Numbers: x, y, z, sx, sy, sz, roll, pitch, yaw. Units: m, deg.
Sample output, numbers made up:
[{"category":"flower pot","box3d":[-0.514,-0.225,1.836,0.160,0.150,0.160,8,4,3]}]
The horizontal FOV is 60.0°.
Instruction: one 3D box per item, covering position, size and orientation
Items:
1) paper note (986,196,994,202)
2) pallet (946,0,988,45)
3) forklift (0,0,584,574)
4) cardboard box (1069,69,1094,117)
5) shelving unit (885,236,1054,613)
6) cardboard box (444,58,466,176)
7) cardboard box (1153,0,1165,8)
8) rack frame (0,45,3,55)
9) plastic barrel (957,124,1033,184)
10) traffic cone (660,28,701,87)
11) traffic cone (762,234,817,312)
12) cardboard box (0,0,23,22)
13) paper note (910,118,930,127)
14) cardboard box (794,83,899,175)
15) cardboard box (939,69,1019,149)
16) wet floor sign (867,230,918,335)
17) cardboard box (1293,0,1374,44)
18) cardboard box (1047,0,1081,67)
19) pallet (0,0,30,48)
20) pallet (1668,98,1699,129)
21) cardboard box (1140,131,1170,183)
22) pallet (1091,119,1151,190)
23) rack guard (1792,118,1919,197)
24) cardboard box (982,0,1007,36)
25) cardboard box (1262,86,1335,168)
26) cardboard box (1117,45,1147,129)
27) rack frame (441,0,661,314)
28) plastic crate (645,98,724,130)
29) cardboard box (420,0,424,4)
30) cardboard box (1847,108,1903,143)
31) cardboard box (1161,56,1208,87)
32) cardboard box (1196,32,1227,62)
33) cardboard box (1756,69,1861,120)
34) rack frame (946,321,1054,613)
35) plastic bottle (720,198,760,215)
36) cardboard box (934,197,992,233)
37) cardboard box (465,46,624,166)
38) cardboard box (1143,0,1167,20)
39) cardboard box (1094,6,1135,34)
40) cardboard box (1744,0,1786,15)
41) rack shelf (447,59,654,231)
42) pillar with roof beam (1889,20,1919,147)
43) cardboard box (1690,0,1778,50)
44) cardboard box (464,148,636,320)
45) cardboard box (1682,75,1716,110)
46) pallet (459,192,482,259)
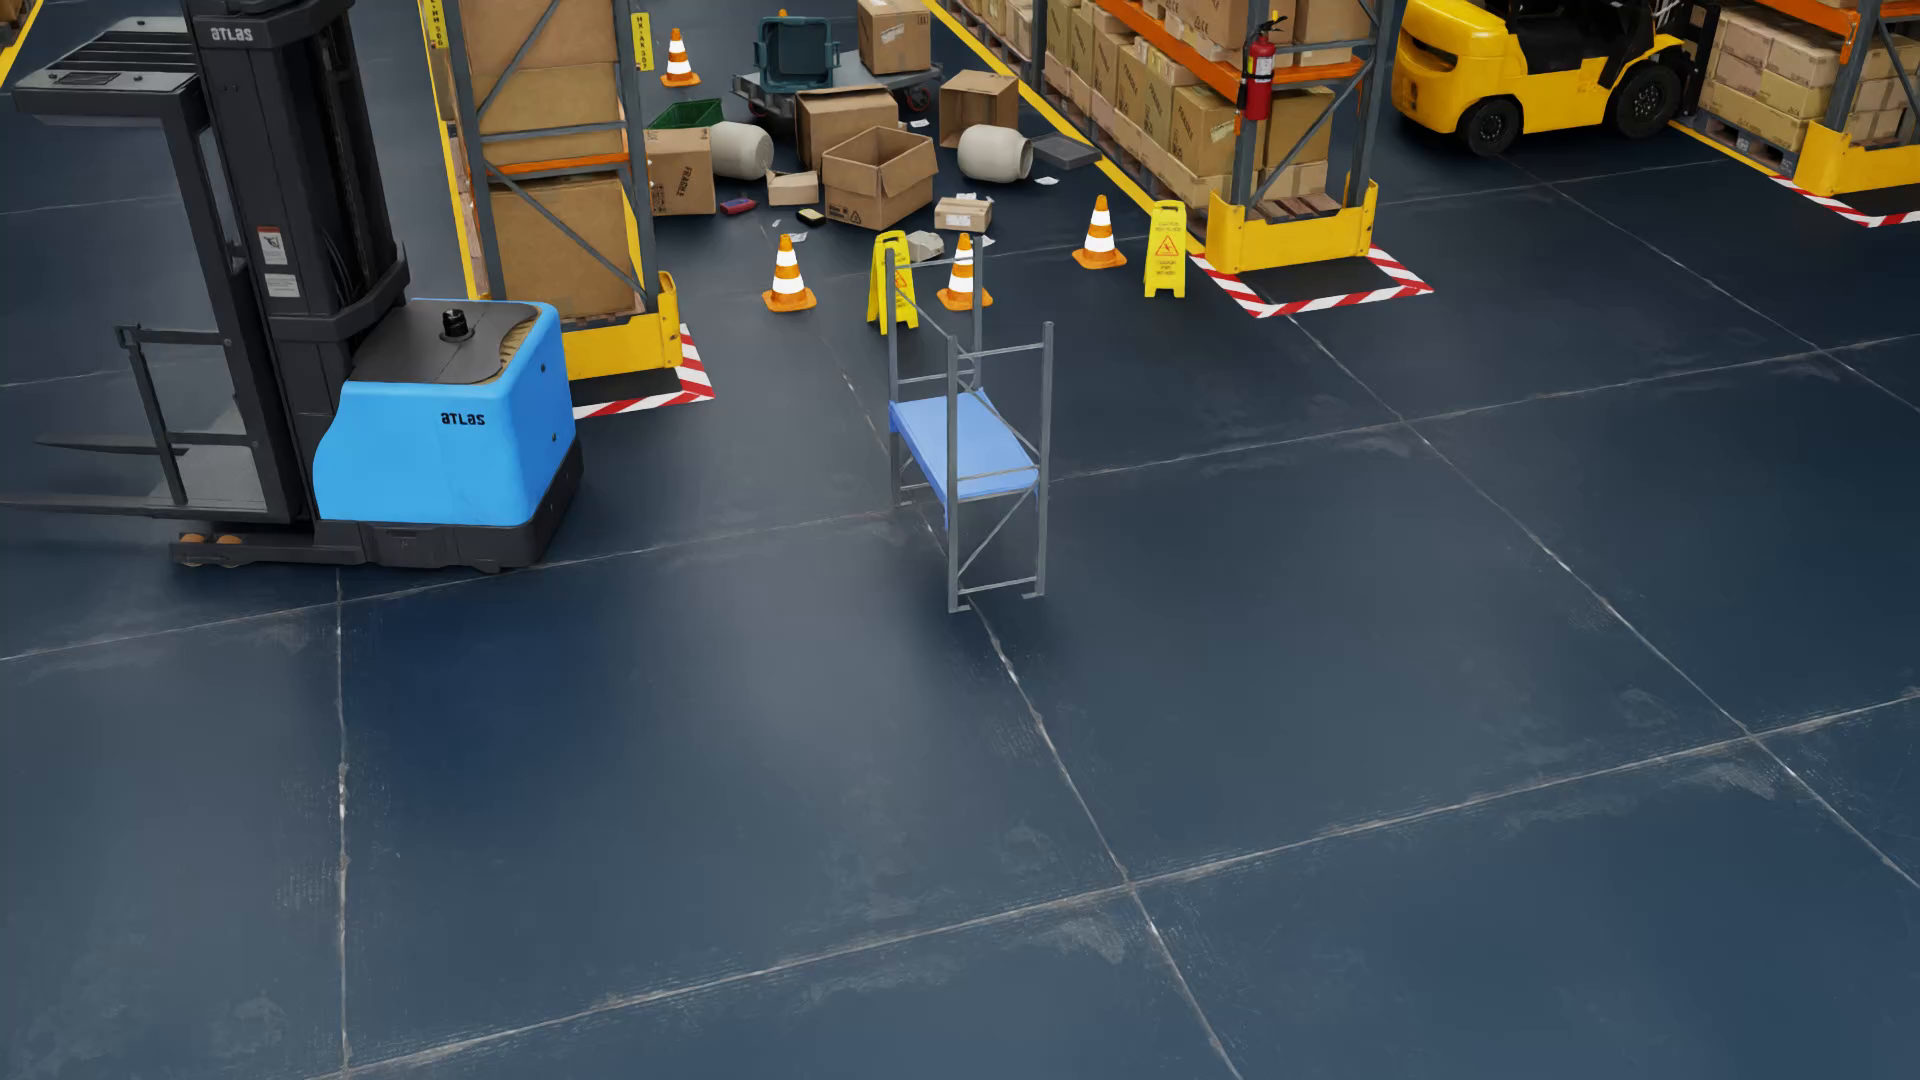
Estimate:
[{"category":"paper note","box3d":[0.228,-2.597,12.671,0.032,0.001,0.123,-10,35,-15]},{"category":"pallet","box3d":[0.511,-5.221,16.460,1.003,0.211,1.213,-10,35,-15]},{"category":"forklift","box3d":[-3.621,-1.368,8.161,3.031,2.935,1.130,2,34,3]},{"category":"cardboard box","box3d":[1.222,-3.729,13.786,0.500,0.250,0.500,-8,34,-12]},{"category":"shelving unit","box3d":[0.026,-0.581,8.269,0.538,1.500,1.048,-10,35,-15]},{"category":"cardboard box","box3d":[-3.432,-3.396,12.715,0.875,0.875,0.875,-9,35,-14]},{"category":"cardboard box","box3d":[1.620,-4.166,11.973,0.500,0.500,0.500,-10,35,-15]},{"category":"rack frame","box3d":[-9.532,-5.768,14.758,1.000,3.000,0.127,-10,35,-15]},{"category":"plastic barrel","box3d":[0.274,-2.989,12.890,0.512,0.421,0.421,13,36,18]},{"category":"traffic cone","box3d":[-2.528,-4.349,14.911,0.336,0.463,0.334,-10,35,-15]},{"category":"traffic cone","box3d":[-1.147,-1.808,11.067,0.336,0.463,0.334,-10,35,-15]},{"category":"cardboard box","box3d":[-9.723,-5.423,15.782,1.225,0.875,0.875,-12,35,-17]},{"category":"paper note","box3d":[-0.337,-3.531,14.065,0.148,0.019,0.142,-10,35,-15]},{"category":"cardboard box","box3d":[-0.894,-3.236,13.067,0.797,0.637,0.503,-10,35,-15]},{"category":"cardboard box","box3d":[0.157,-3.501,13.593,0.500,0.500,0.500,13,36,18]},{"category":"wet floor sign","box3d":[-0.443,-1.684,10.714,0.267,0.644,0.232,-16,37,-23]},{"category":"cardboard box","box3d":[2.466,-3.696,11.261,0.500,0.500,0.500,-11,35,-15]},{"category":"cardboard box","box3d":[1.049,-4.320,14.000,0.500,0.500,0.500,-8,34,-12]},{"category":"pallet","box3d":[-9.701,-5.031,16.173,1.003,0.211,1.213,-10,35,-15]},{"category":"pallet","box3d":[6.430,-3.942,14.523,1.003,0.211,1.213,-10,35,-15]},{"category":"cardboard box","box3d":[1.693,-2.915,12.554,0.500,0.250,0.500,-10,35,-15]},{"category":"pallet","box3d":[1.740,-3.183,13.375,1.003,0.211,1.213,-10,35,-15]},{"category":"rack guard","box3d":[7.079,-3.016,12.860,1.175,0.500,0.348,-10,35,-15]},{"category":"cardboard box","box3d":[0.741,-5.065,15.697,0.950,0.372,0.625,-8,34,-12]},{"category":"cardboard box","box3d":[2.356,-3.058,12.089,0.500,0.500,0.500,-11,35,-16]},{"category":"cardboard box","box3d":[1.544,-3.492,12.746,0.500,0.500,0.500,-11,35,-16]},{"category":"rack frame","box3d":[-2.337,-2.349,9.584,1.000,3.000,0.127,-10,35,-15]},{"category":"plastic crate","box3d":[-2.257,-3.429,13.717,0.450,0.188,0.662,-2,32,16]},{"category":"cardboard box","box3d":[-4.123,-4.504,14.504,1.050,0.750,0.750,-10,35,-15]},{"category":"cardboard box","box3d":[7.108,-3.390,13.272,0.500,0.250,0.500,-10,35,-15]},{"category":"cardboard box","box3d":[1.677,-3.404,12.025,0.380,0.149,0.250,-9,35,-13]},{"category":"cardboard box","box3d":[1.845,-3.404,11.409,0.380,0.149,0.250,-10,35,-15]},{"category":"cardboard box","box3d":[6.626,-3.511,13.002,0.500,0.250,0.500,-10,35,-15]},{"category":"rack frame","box3d":[0.181,-0.314,7.865,0.500,1.500,0.032,-10,35,-15]},{"category":"plastic bottle","box3d":[-1.653,-2.517,12.504,0.283,0.061,0.133,-23,40,-31]},{"category":"cardboard box","box3d":[0.023,-2.393,12.237,0.380,0.149,0.250,7,34,10]},{"category":"cardboard box","box3d":[-2.494,-2.599,9.826,0.875,0.550,0.550,-10,35,-15]},{"category":"cardboard box","box3d":[1.571,-3.950,12.234,0.380,0.149,0.250,-10,35,-15]},{"category":"cardboard box","box3d":[1.273,-4.105,13.086,0.380,0.149,0.250,-8,34,-12]},{"category":"cardboard box","box3d":[6.808,-4.327,13.783,0.500,0.250,0.500,-10,35,-15]},{"category":"rack shelf","box3d":[-2.947,-3.099,11.371,1.077,0.370,4.000,-10,35,-15]},{"category":"pillar with roof beam","box3d":[3.618,-6.367,10.223,9.100,9.000,0.400,-10,35,-15]},{"category":"cardboard box","box3d":[6.310,-4.236,13.646,0.500,0.250,0.500,-10,35,-14]},{"category":"cardboard box","box3d":[-2.607,-1.983,10.576,0.875,0.875,0.875,-10,35,-14]},{"category":"cardboard box","box3d":[6.341,-3.820,13.923,0.500,0.250,0.500,-10,35,-14]},{"category":"pallet","box3d":[-3.024,-2.232,11.936,1.003,0.211,1.213,-10,35,-15]}]
